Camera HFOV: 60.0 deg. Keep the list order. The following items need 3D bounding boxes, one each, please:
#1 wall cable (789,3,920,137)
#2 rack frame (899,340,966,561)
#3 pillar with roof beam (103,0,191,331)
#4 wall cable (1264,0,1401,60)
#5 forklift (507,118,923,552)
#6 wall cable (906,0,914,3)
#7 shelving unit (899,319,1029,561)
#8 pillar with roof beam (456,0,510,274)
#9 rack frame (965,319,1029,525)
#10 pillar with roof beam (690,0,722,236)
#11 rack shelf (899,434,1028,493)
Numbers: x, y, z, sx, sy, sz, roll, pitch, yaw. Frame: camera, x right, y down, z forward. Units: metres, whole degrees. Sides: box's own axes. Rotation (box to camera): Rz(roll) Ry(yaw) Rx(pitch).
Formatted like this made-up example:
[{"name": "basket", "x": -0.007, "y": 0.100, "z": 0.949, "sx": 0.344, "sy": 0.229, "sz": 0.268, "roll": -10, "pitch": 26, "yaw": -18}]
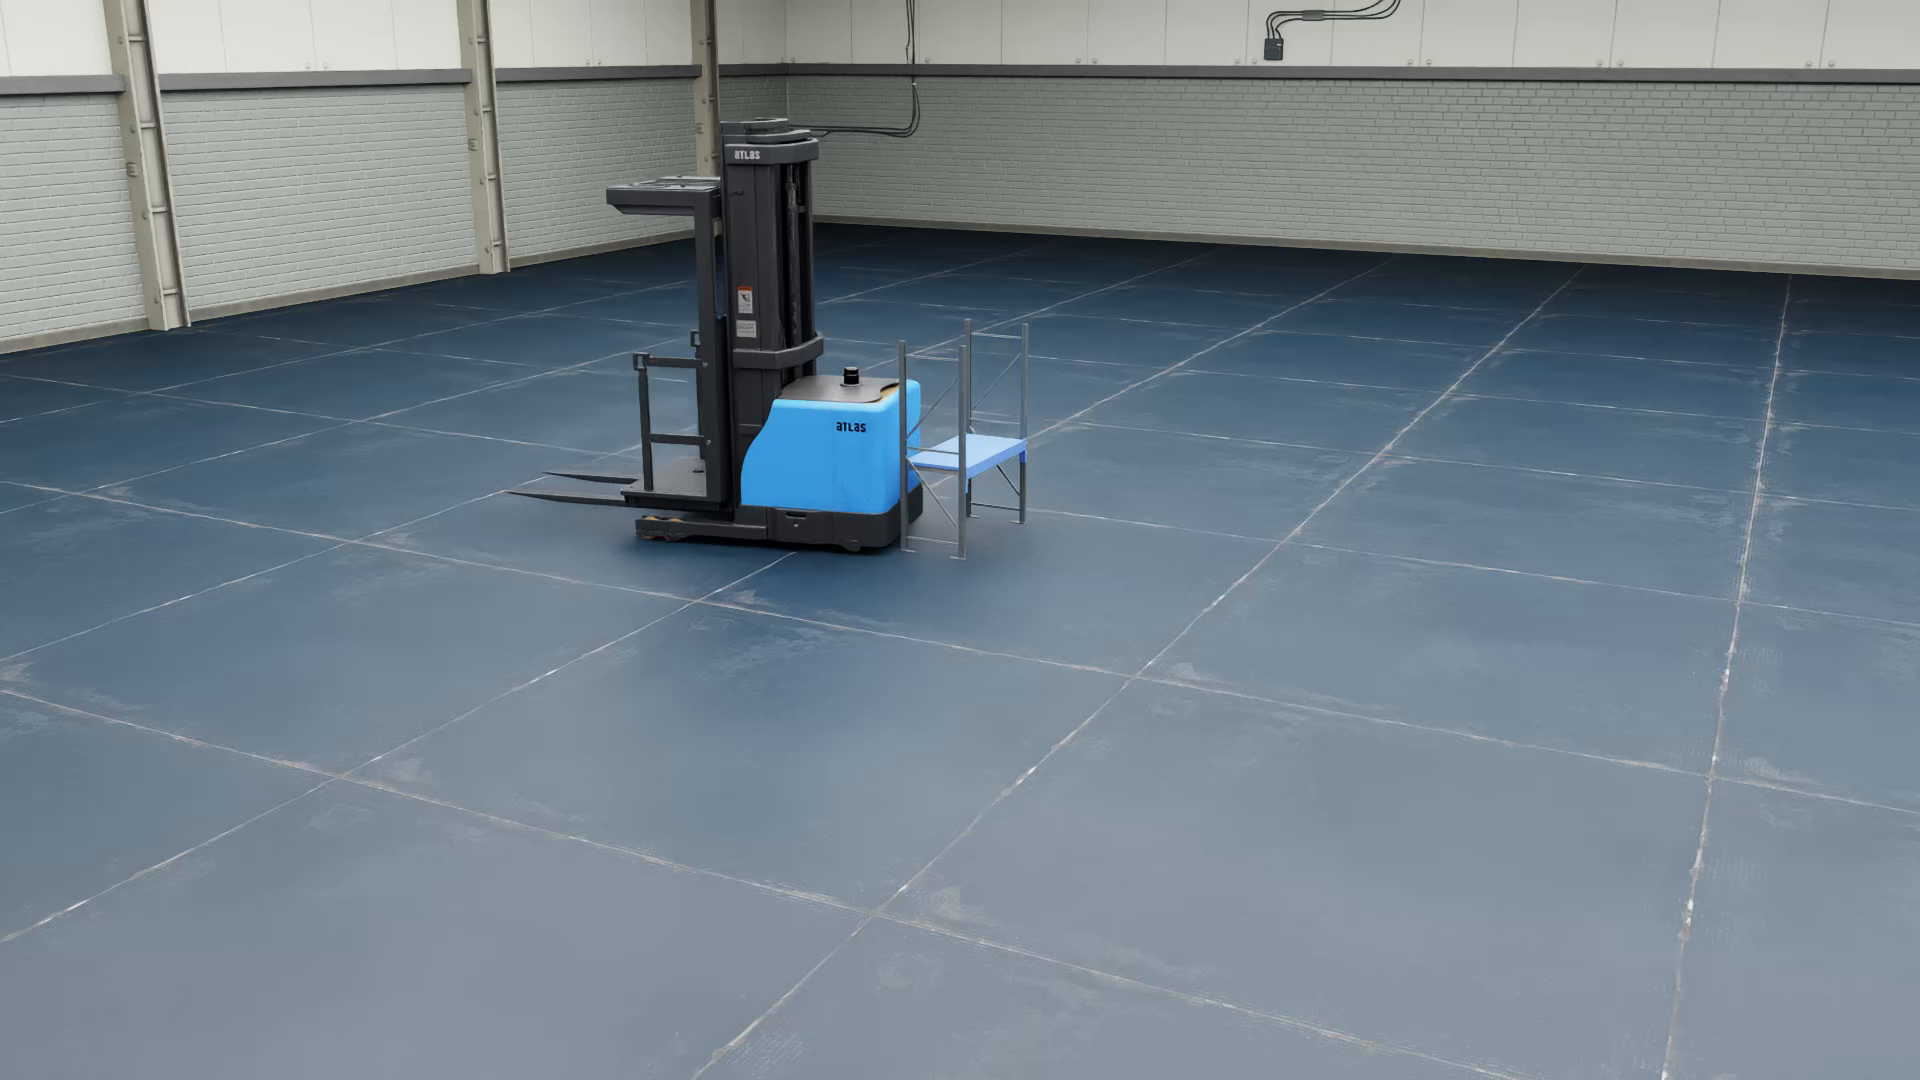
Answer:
[{"name": "wall cable", "x": -2.172, "y": -9.164, "z": 32.526, "sx": 3.097, "sy": 2.526, "sz": 0.112, "roll": 8, "pitch": 18, "yaw": 25}, {"name": "rack frame", "x": -0.189, "y": -0.611, "z": 11.448, "sx": 0.500, "sy": 1.500, "sz": 0.032, "roll": 8, "pitch": 18, "yaw": 25}, {"name": "pillar with roof beam", "x": -6.182, "y": -6.466, "z": 17.989, "sx": 9.100, "sy": 9.000, "sz": 0.400, "roll": 8, "pitch": 18, "yaw": 25}, {"name": "wall cable", "x": 6.314, "y": -11.071, "z": 27.520, "sx": 2.305, "sy": 6.003, "sz": 0.169, "roll": 8, "pitch": 18, "yaw": 25}, {"name": "forklift", "x": -1.852, "y": -1.533, "z": 12.037, "sx": 3.031, "sy": 2.935, "sz": 1.130, "roll": 4, "pitch": 17, "yaw": 14}, {"name": "wall cable", "x": 0.248, "y": -11.241, "z": 30.648, "sx": 3.097, "sy": 2.526, "sz": 0.112, "roll": 8, "pitch": 18, "yaw": 25}, {"name": "shelving unit", "x": 0.038, "y": -0.741, "z": 11.884, "sx": 0.538, "sy": 1.500, "sz": 1.048, "roll": 8, "pitch": 18, "yaw": 25}, {"name": "pillar with roof beam", "x": -3.501, "y": -7.994, "z": 23.134, "sx": 9.100, "sy": 9.000, "sz": 0.400, "roll": 8, "pitch": 18, "yaw": 25}, {"name": "rack frame", "x": 0.265, "y": -0.870, "z": 12.320, "sx": 0.500, "sy": 1.500, "sz": 0.032, "roll": 8, "pitch": 18, "yaw": 25}, {"name": "pillar with roof beam", "x": -0.820, "y": -9.522, "z": 28.280, "sx": 9.100, "sy": 9.000, "sz": 0.400, "roll": 8, "pitch": 18, "yaw": 25}, {"name": "rack shelf", "x": 0.038, "y": -0.568, "z": 11.935, "sx": 0.538, "sy": 0.185, "sz": 1.000, "roll": 8, "pitch": 18, "yaw": 25}]
